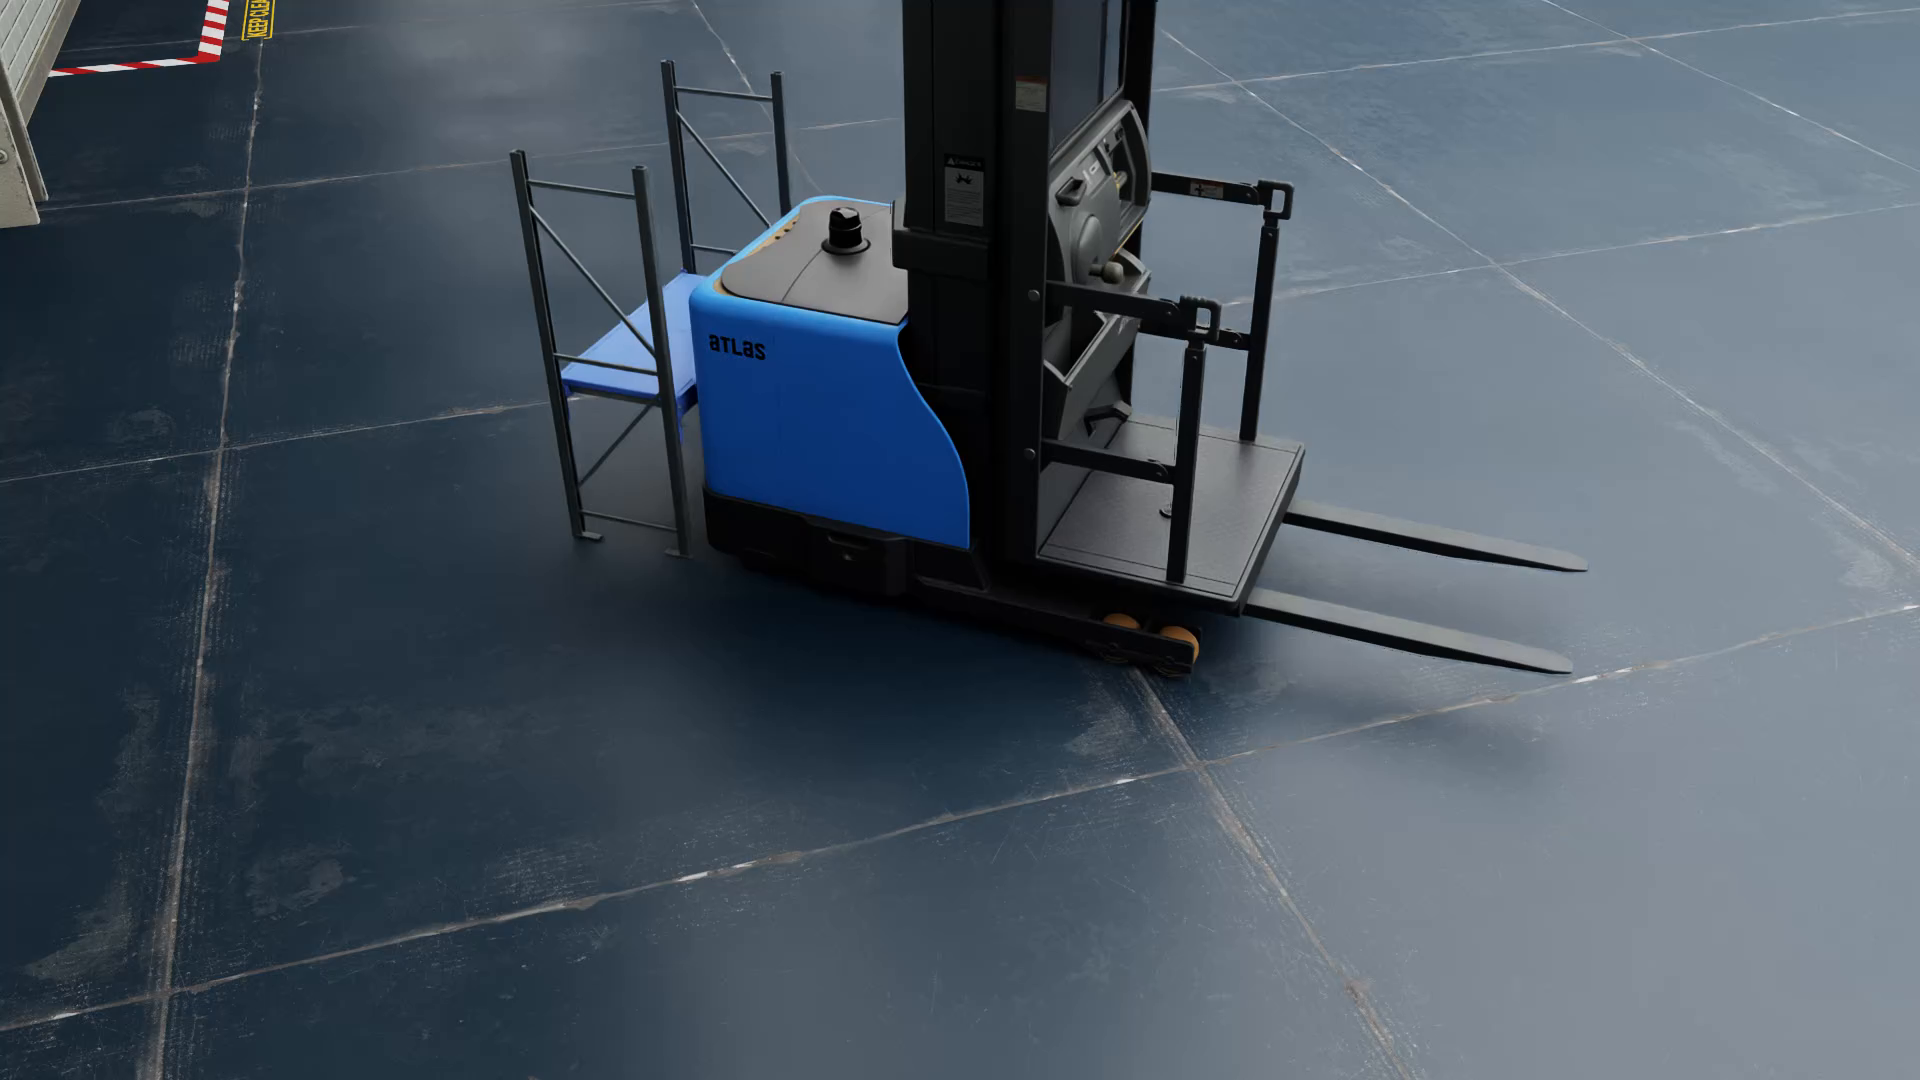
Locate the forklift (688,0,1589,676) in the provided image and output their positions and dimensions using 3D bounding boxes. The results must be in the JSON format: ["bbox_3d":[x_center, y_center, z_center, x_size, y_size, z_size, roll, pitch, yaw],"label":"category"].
[{"bbox_3d":[0.638,-1.100,5.256,3.031,2.935,1.130,12,35,18],"label":"forklift"}]

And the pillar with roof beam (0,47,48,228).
[{"bbox_3d":[-0.969,-6.224,7.507,9.100,9.000,0.400,-10,35,-15],"label":"pillar with roof beam"}]

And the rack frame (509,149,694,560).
[{"bbox_3d":[-1.231,-0.608,5.804,0.500,1.500,0.032,11,35,17],"label":"rack frame"}]

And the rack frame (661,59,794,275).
[{"bbox_3d":[-0.878,-1.133,6.599,0.500,1.500,0.032,11,35,17],"label":"rack frame"}]

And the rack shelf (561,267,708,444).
[{"bbox_3d":[-1.052,-0.720,6.300,0.538,0.185,1.000,11,35,17],"label":"rack shelf"}]

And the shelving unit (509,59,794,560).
[{"bbox_3d":[-1.054,-0.870,6.201,0.538,1.500,1.048,11,35,17],"label":"shelving unit"}]
